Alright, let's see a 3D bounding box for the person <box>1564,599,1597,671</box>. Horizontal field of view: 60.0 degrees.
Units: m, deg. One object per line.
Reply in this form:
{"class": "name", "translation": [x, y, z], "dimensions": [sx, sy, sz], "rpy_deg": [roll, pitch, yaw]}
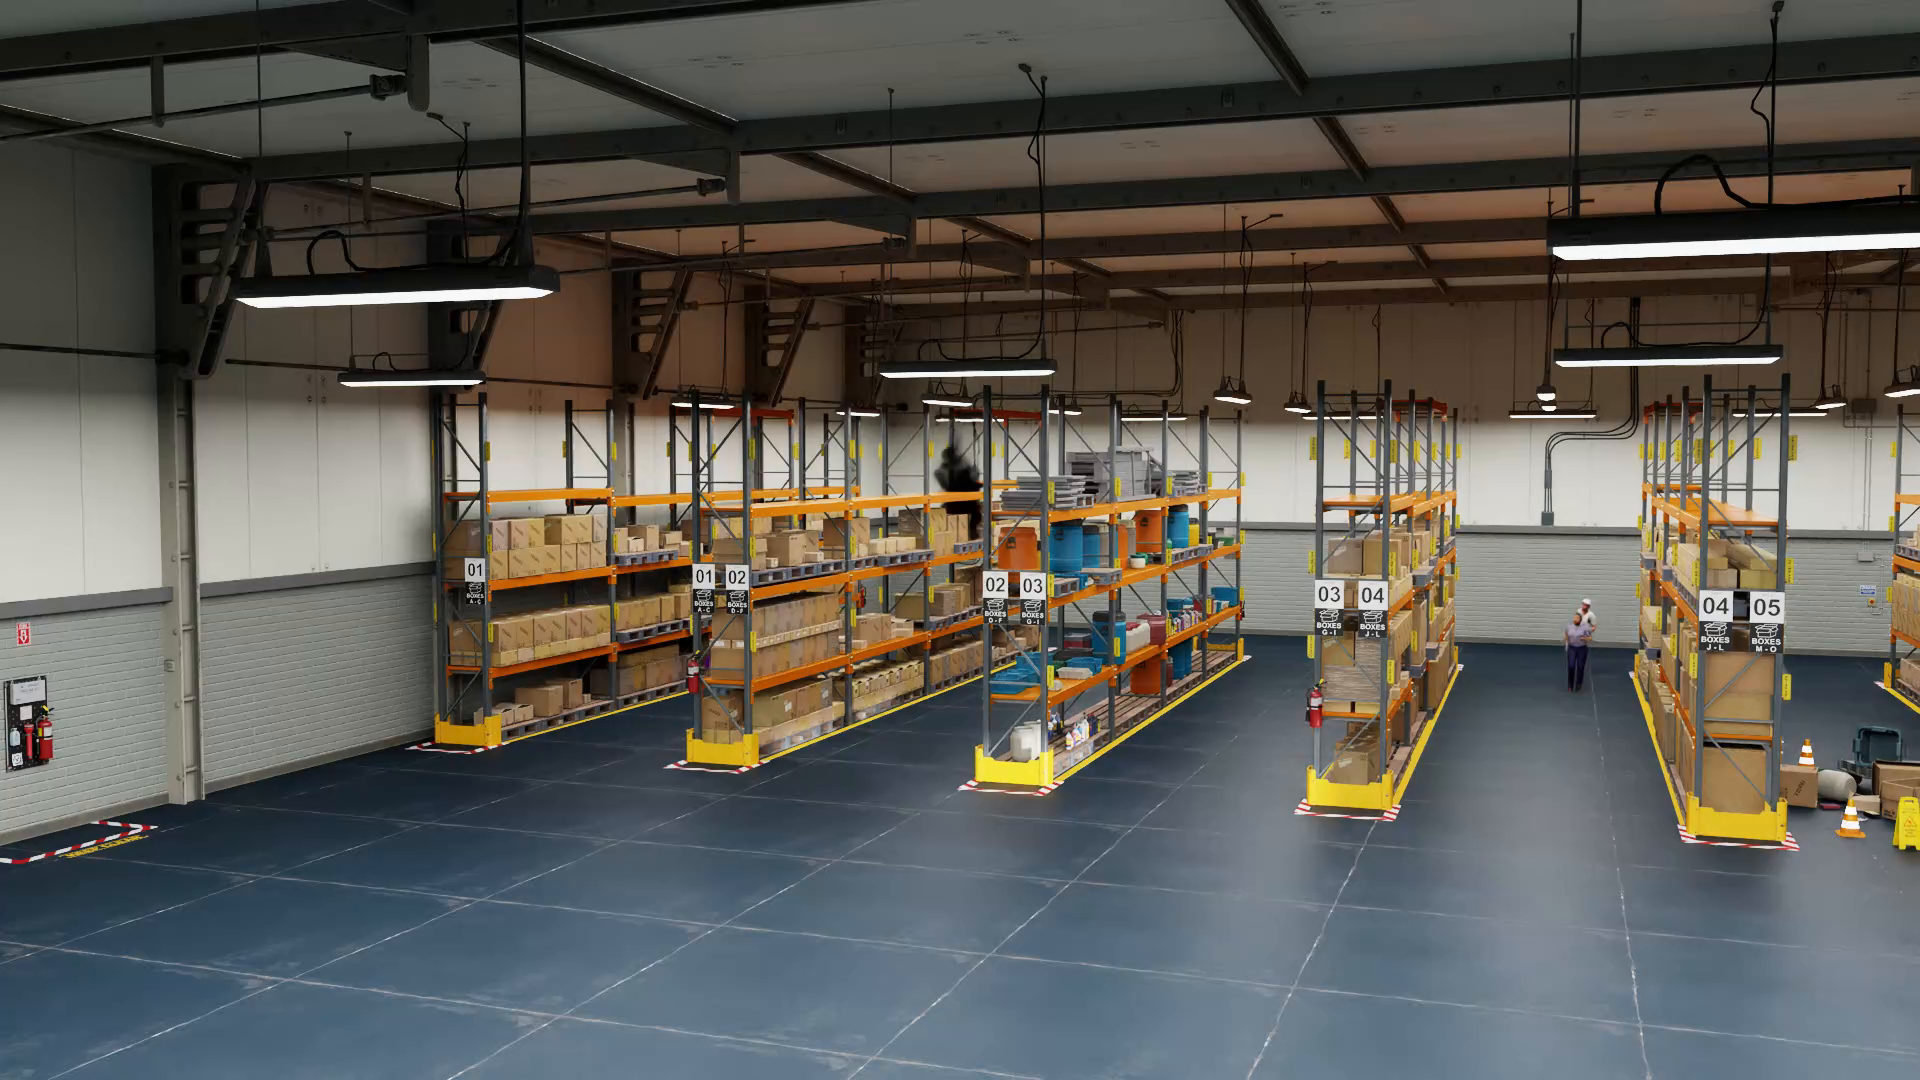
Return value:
{"class": "person", "translation": [14.011, 2.153, 37.595], "dimensions": [0.775, 1.687, 0.691], "rpy_deg": [2, 4, 36]}

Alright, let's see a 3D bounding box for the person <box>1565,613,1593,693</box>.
{"class": "person", "translation": [12.861, 2.363, 34.598], "dimensions": [0.573, 1.701, 0.718], "rpy_deg": [1, 3, 26]}

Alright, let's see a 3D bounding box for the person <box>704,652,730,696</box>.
{"class": "person", "translation": [-4.238, 2.555, 29.609], "dimensions": [0.718, 1.735, 0.782], "rpy_deg": [1, 3, 10]}
